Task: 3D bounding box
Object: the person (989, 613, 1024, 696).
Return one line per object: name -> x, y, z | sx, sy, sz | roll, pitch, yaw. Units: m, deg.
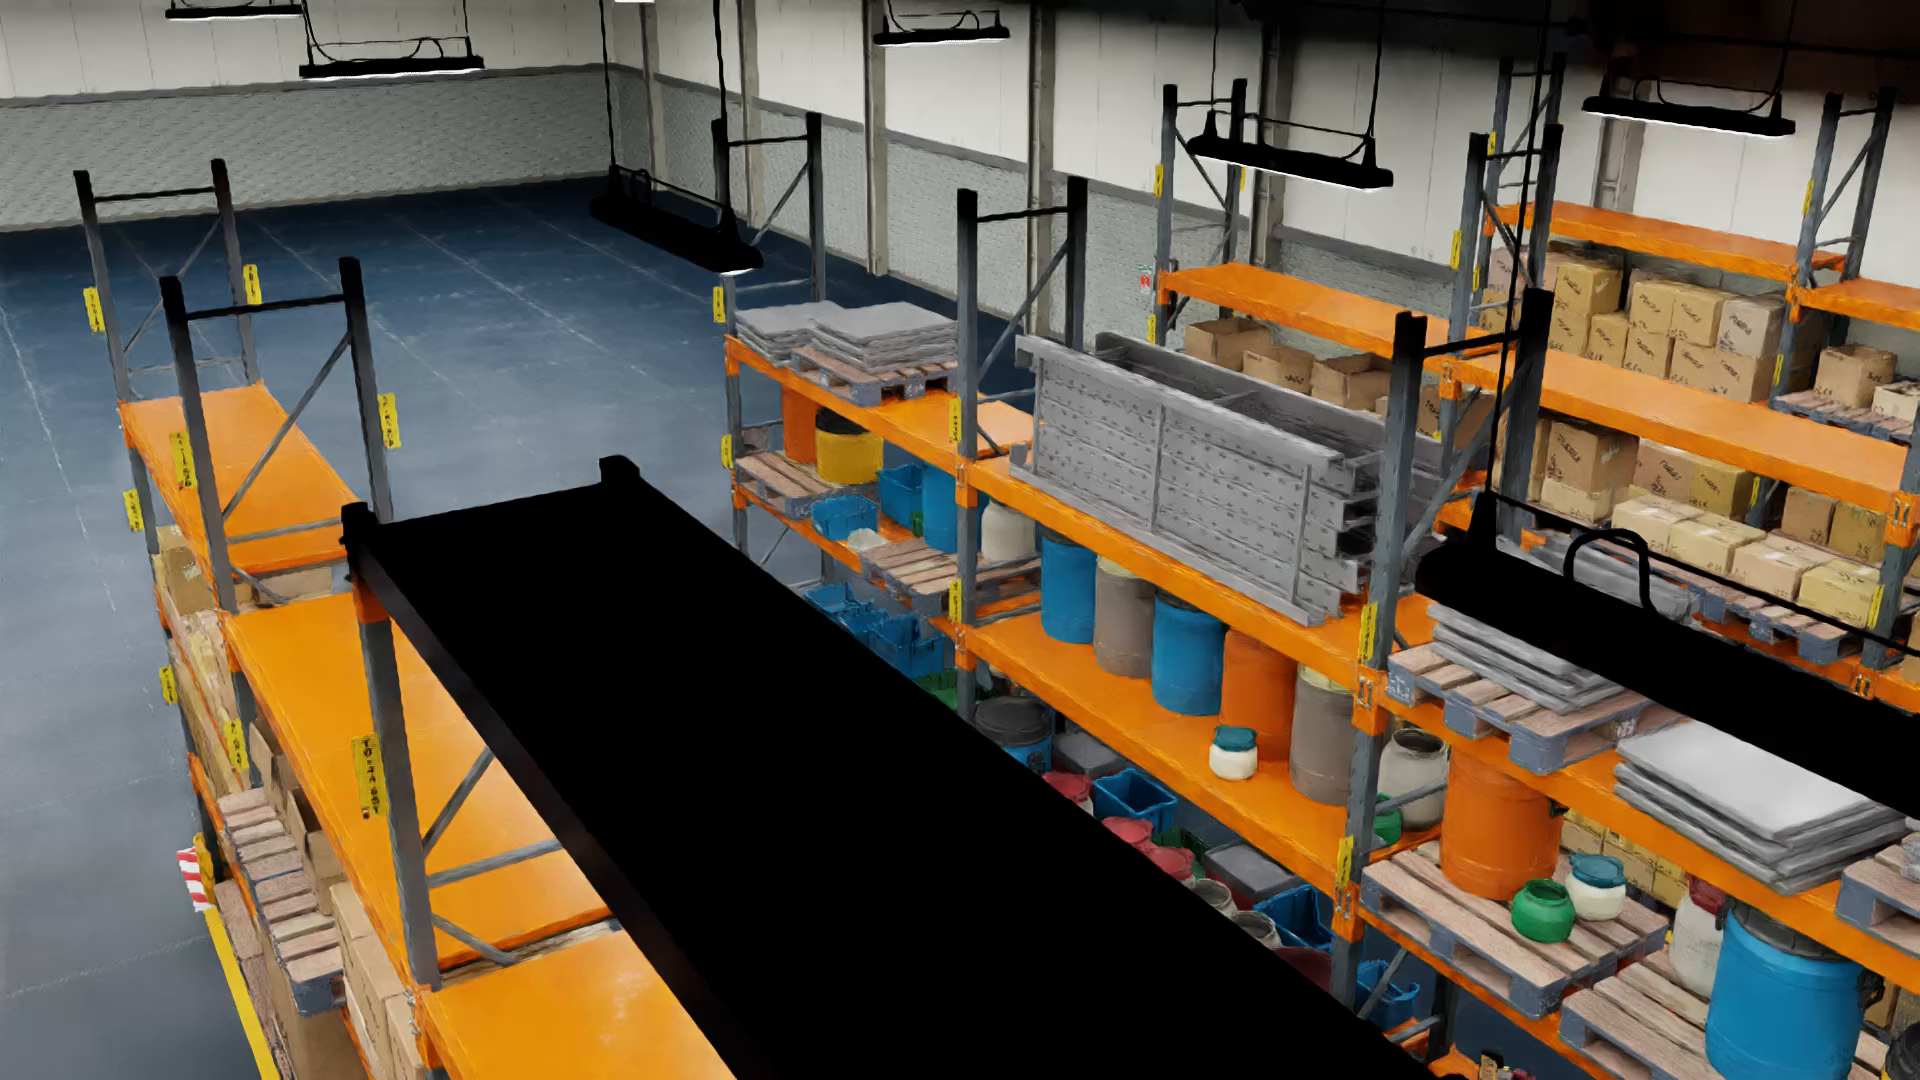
person -> 0.516, 1.266, 15.820 | 0.576, 1.768, 0.626 | -2, 22, -4
